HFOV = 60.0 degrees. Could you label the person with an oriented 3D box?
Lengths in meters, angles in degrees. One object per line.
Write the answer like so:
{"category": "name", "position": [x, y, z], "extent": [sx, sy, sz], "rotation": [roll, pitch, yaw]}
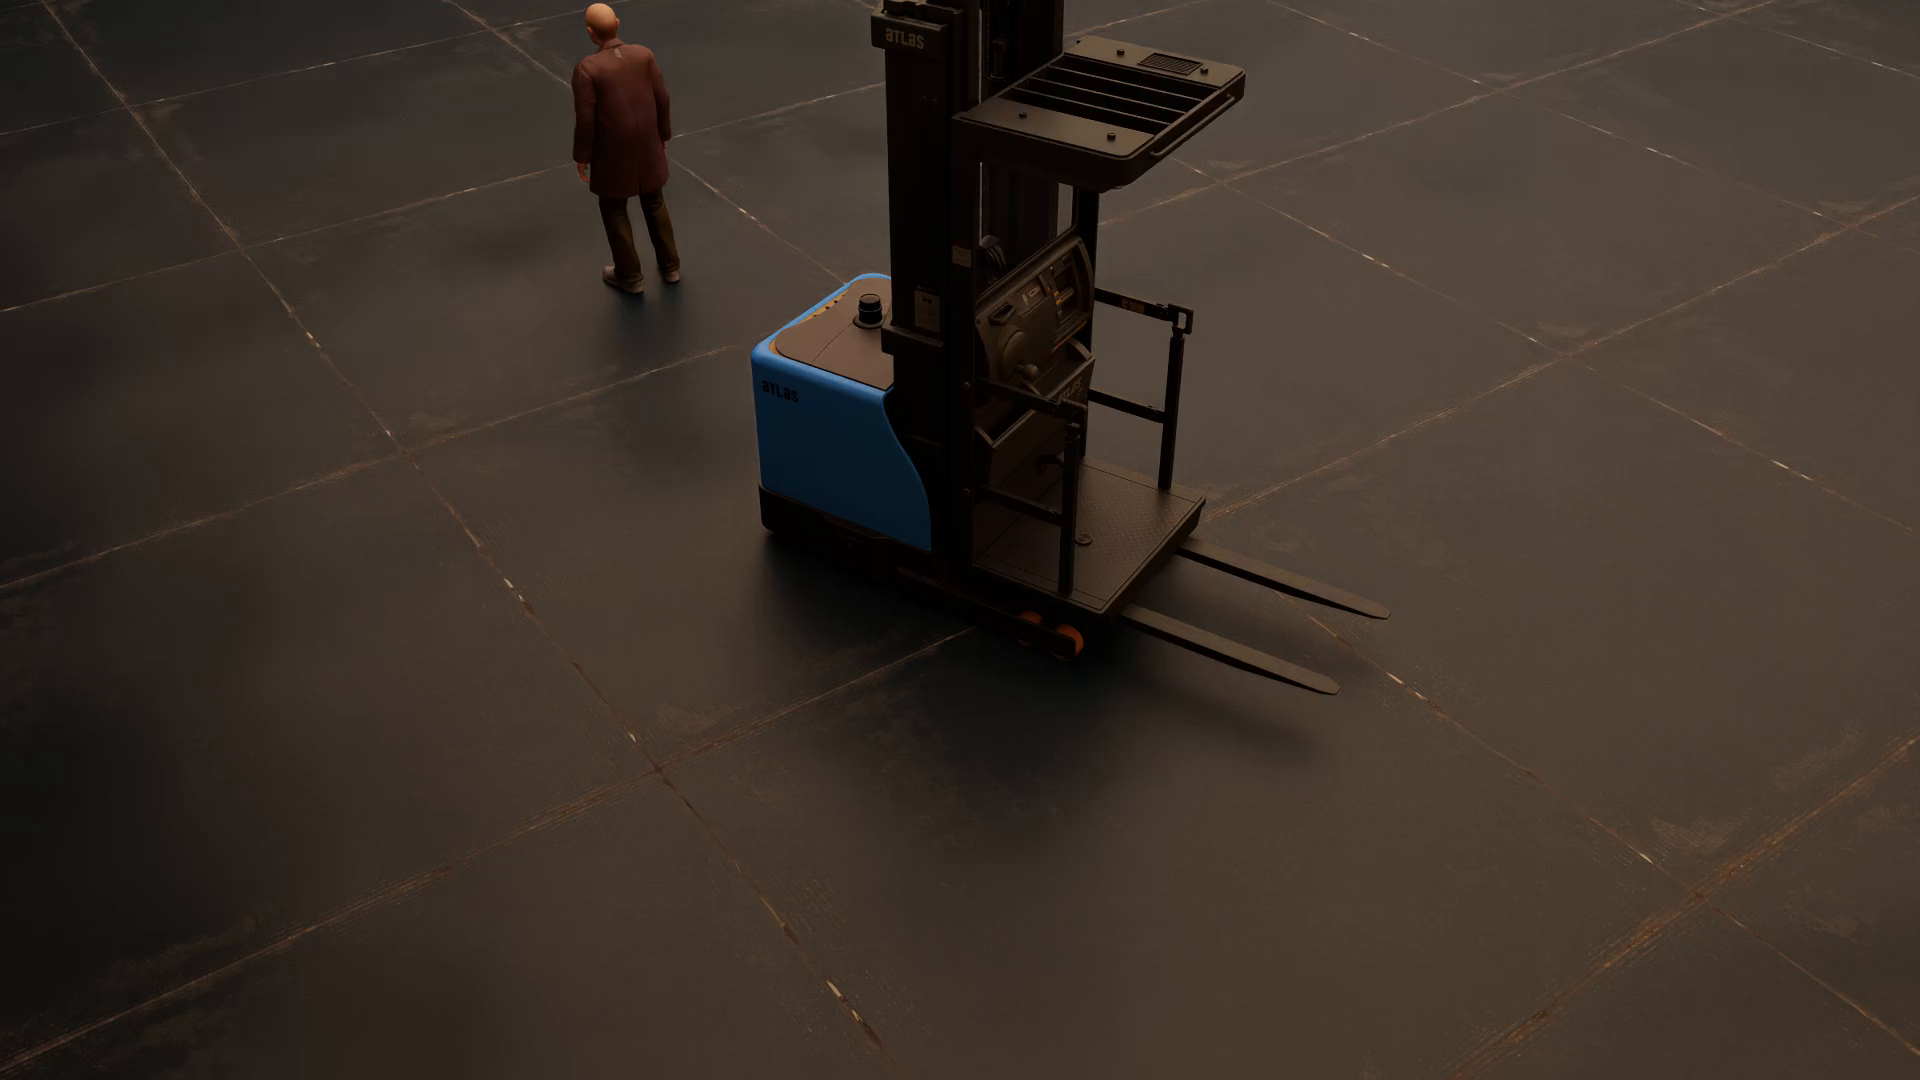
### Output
{"category": "person", "position": [-2.044, -2.371, 10.124], "extent": [0.656, 1.774, 0.423], "rotation": [-24, 43, -28]}

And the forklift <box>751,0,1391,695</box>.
{"category": "forklift", "position": [0.514, -0.985, 7.276], "extent": [3.031, 2.935, 1.130], "rotation": [21, 41, 26]}
